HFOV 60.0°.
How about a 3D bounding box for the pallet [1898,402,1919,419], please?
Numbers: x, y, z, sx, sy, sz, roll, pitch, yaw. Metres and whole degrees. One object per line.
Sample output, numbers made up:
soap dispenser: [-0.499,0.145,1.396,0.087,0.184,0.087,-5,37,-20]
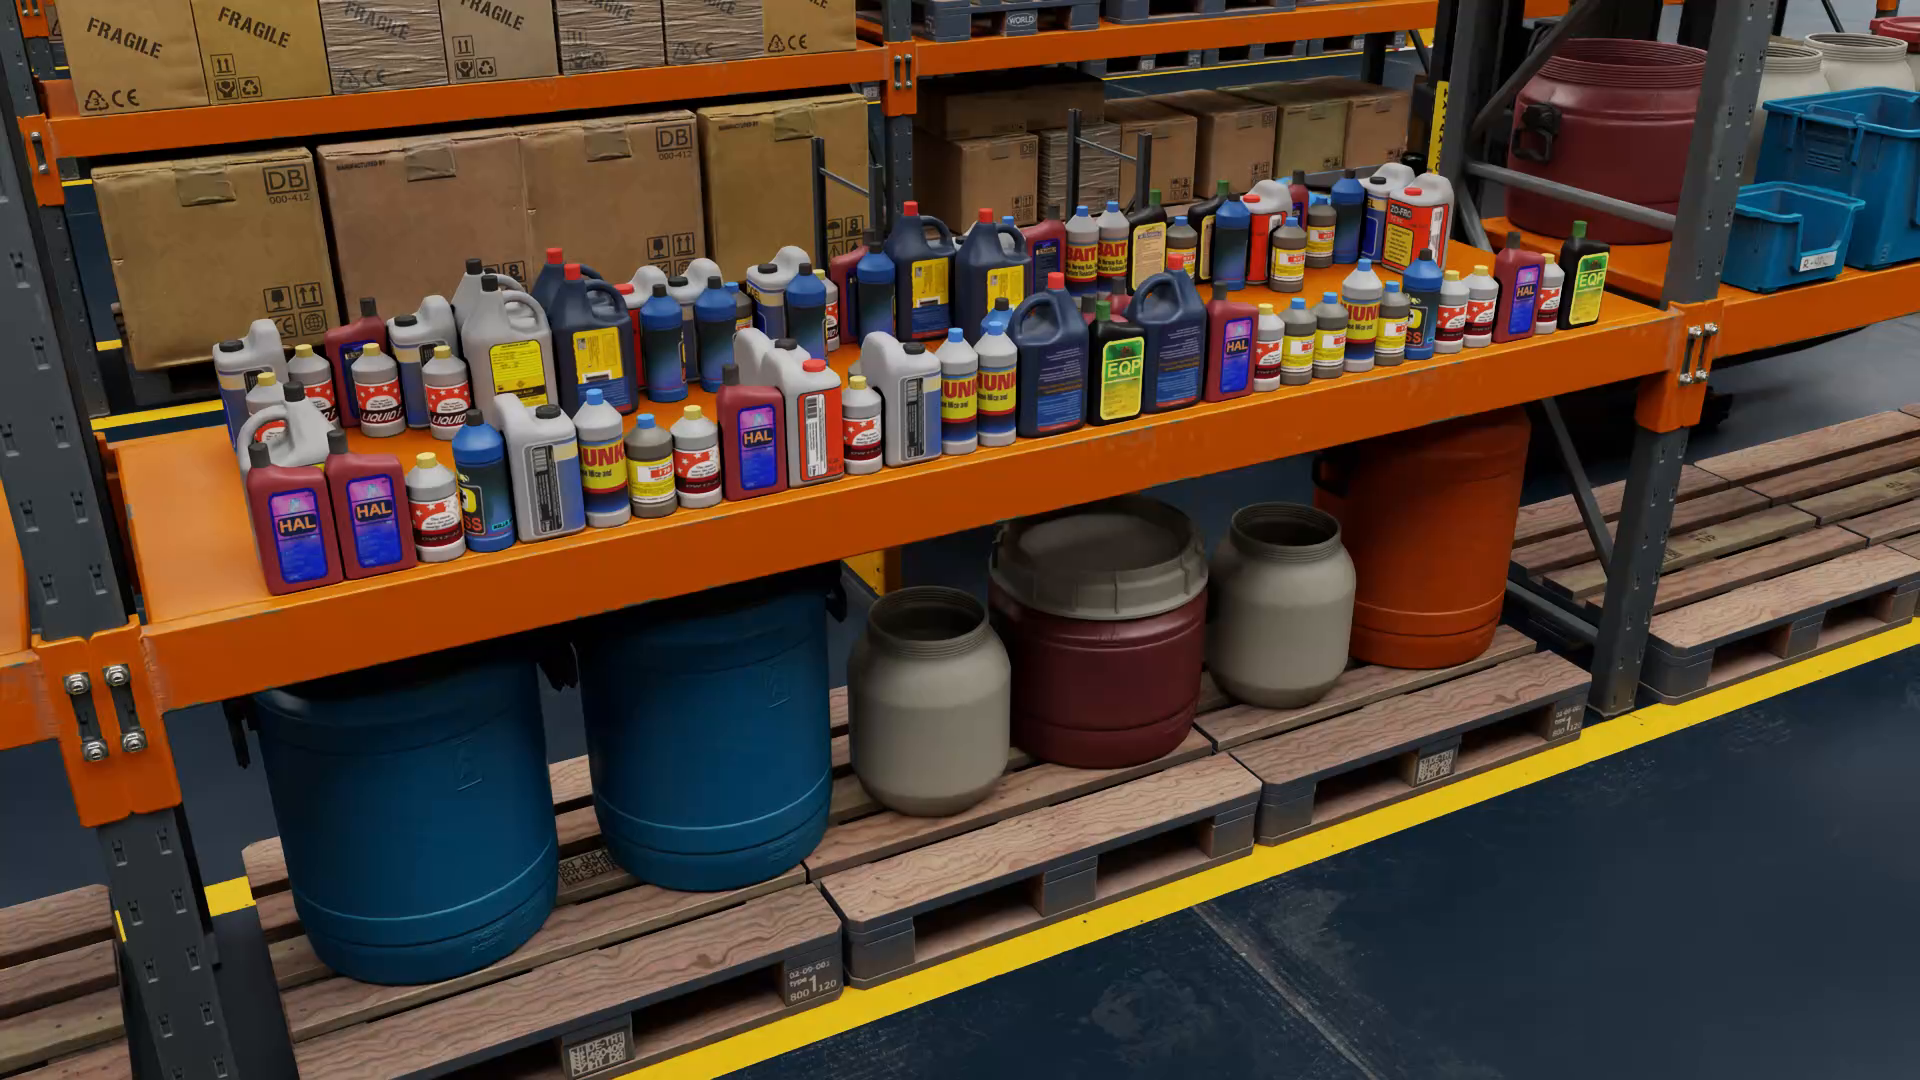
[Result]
pallet: [4.650,-0.384,6.807,1.213,0.211,1.003,-13,29,-25]

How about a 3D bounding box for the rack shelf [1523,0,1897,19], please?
rack shelf: [4.759,-3.791,11.511,4.000,0.370,1.077,-13,29,-25]

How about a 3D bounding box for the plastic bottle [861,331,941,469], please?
plastic bottle: [-0.125,-0.316,3.585,0.135,0.276,0.152,-13,29,-25]

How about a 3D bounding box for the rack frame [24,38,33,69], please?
rack frame: [-8.728,-5.863,14.996,0.127,3.000,1.000,-13,29,-25]

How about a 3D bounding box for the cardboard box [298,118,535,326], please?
cardboard box: [-2.721,-1.630,8.150,0.875,0.875,1.225,-14,29,-27]

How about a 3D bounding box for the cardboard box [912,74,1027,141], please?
cardboard box: [0.042,-2.451,9.402,0.500,0.250,0.500,-12,28,-23]

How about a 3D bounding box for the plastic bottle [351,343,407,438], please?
plastic bottle: [-1.302,-0.339,3.720,0.097,0.201,0.097,0,26,0]

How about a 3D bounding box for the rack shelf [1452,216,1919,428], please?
rack shelf: [3.560,-1.085,5.875,4.000,0.370,1.077,-13,29,-25]

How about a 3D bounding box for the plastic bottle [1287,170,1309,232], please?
plastic bottle: [0.950,-0.935,4.866,0.133,0.283,0.061,-13,29,-25]

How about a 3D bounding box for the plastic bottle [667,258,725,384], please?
plastic bottle: [-0.652,-0.539,4.051,0.135,0.276,0.152,-13,29,-25]

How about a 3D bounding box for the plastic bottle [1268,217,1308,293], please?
plastic bottle: [0.929,-0.809,4.699,0.097,0.201,0.097,0,26,0]

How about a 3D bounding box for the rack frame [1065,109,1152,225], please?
rack frame: [0.524,-0.797,6.177,0.032,1.500,0.500,-13,29,-25]

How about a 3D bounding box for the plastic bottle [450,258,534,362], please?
plastic bottle: [-1.077,-0.477,3.835,0.185,0.351,0.144,-13,29,-25]

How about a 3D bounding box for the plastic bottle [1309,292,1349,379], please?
plastic bottle: [0.896,-0.504,4.064,0.097,0.201,0.097,0,26,0]

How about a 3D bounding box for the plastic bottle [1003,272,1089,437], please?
plastic bottle: [0.190,-0.420,3.716,0.185,0.351,0.144,-13,29,-25]

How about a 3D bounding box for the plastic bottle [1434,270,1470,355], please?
plastic bottle: [1.239,-0.583,4.229,0.097,0.201,0.097,0,26,0]

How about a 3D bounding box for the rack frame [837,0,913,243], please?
rack frame: [-0.535,-2.893,8.810,0.127,3.000,1.000,-13,29,-25]

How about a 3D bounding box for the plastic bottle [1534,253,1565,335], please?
plastic bottle: [1.529,-0.650,4.368,0.097,0.201,0.097,0,26,0]

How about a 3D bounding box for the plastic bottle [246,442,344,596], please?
plastic bottle: [-1.210,-0.046,3.015,0.133,0.283,0.061,-13,29,-25]

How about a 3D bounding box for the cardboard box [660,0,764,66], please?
cardboard box: [-1.297,-2.644,8.175,0.500,0.500,0.500,-13,29,-26]

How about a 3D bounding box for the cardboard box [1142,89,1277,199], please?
cardboard box: [1.519,-2.458,10.284,0.500,0.500,0.700,-16,30,-29]

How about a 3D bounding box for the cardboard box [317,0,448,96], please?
cardboard box: [-2.656,-2.326,7.514,0.500,0.500,0.500,-14,29,-26]

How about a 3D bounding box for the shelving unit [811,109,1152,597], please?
shelving unit: [0.067,-0.692,5.958,1.083,1.500,0.587,-13,29,-25]

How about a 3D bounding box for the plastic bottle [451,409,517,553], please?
plastic bottle: [-0.913,-0.118,3.179,0.097,0.271,0.097,0,26,0]

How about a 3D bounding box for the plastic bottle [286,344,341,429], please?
plastic bottle: [-1.449,-0.335,3.712,0.097,0.201,0.097,0,26,0]

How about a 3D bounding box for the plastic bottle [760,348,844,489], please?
plastic bottle: [-0.329,-0.268,3.487,0.135,0.276,0.152,-13,29,-25]

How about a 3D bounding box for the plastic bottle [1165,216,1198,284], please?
plastic bottle: [0.620,-0.813,4.707,0.097,0.201,0.097,0,26,0]

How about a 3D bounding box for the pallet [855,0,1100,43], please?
pallet: [0.044,-2.992,9.239,1.003,0.211,1.213,-13,29,-25]

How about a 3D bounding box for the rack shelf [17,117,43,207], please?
rack shelf: [-5.829,-1.347,6.421,4.000,0.370,1.077,-13,29,-25]

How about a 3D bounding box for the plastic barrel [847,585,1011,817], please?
plastic barrel: [-0.081,0.416,4.307,0.421,0.512,0.421,0,26,0]

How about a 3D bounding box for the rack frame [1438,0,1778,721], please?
rack frame: [1.796,-1.002,4.870,0.127,3.000,1.000,-13,29,-25]

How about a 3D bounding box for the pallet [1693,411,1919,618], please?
pallet: [3.572,-0.134,6.286,1.213,0.211,1.003,-13,29,-25]

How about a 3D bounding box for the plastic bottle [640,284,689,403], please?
plastic bottle: [-0.696,-0.466,3.903,0.097,0.271,0.097,0,26,0]

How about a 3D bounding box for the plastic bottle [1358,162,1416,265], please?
plastic bottle: [1.262,-0.981,4.971,0.135,0.276,0.152,-13,29,-25]

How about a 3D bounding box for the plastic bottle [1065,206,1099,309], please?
plastic bottle: [0.331,-0.777,4.552,0.097,0.271,0.097,0,26,0]

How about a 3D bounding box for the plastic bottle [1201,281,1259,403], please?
plastic bottle: [0.631,-0.471,3.900,0.133,0.283,0.061,-13,29,-25]

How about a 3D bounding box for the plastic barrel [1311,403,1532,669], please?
plastic barrel: [1.372,-0.106,5.028,0.708,0.830,0.600,-13,29,-25]

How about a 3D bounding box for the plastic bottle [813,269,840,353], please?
plastic bottle: [-0.358,-0.587,4.236,0.097,0.201,0.097,0,26,0]

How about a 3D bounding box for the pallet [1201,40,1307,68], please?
pallet: [2.535,-4.741,15.880,1.213,0.211,1.003,-13,29,-25]

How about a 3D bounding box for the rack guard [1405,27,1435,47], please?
rack guard: [4.300,-5.315,16.743,0.348,0.500,1.175,-13,29,-25]

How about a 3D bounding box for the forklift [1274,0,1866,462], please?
forklift: [2.784,-1.956,6.938,3.031,2.935,1.130,-13,28,-25]

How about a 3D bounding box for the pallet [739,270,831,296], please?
pallet: [-1.266,-1.504,9.139,1.213,0.211,1.003,-13,29,-25]

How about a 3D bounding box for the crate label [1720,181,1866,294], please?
crate label: [2.344,-0.869,4.787,0.416,0.233,0.303,-13,29,-25]

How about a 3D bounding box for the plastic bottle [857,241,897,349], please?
plastic bottle: [-0.212,-0.622,4.229,0.097,0.271,0.097,0,26,0]

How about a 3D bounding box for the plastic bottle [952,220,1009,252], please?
plastic bottle: [0.038,-0.699,4.383,0.135,0.276,0.152,-13,29,-25]

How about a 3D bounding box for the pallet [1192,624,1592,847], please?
pallet: [1.120,0.432,5.106,1.213,0.211,1.003,-13,29,-25]

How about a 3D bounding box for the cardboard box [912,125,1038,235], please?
cardboard box: [0.047,-2.109,9.556,0.500,0.500,0.700,-15,29,-28]

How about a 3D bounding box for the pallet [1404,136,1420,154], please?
pallet: [3.570,-2.601,11.424,1.213,0.211,1.003,-13,29,-25]

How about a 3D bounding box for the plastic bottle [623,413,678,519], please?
plastic bottle: [-0.622,-0.154,3.334,0.097,0.201,0.097,0,26,0]

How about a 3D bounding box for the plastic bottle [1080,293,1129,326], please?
plastic bottle: [0.321,-0.429,3.813,0.133,0.283,0.061,-13,29,-25]

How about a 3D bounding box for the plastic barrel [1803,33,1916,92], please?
plastic barrel: [2.974,-1.429,5.631,0.421,0.512,0.421,0,26,0]

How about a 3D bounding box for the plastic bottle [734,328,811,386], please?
plastic bottle: [-0.401,-0.326,3.608,0.135,0.276,0.152,-13,29,-25]
